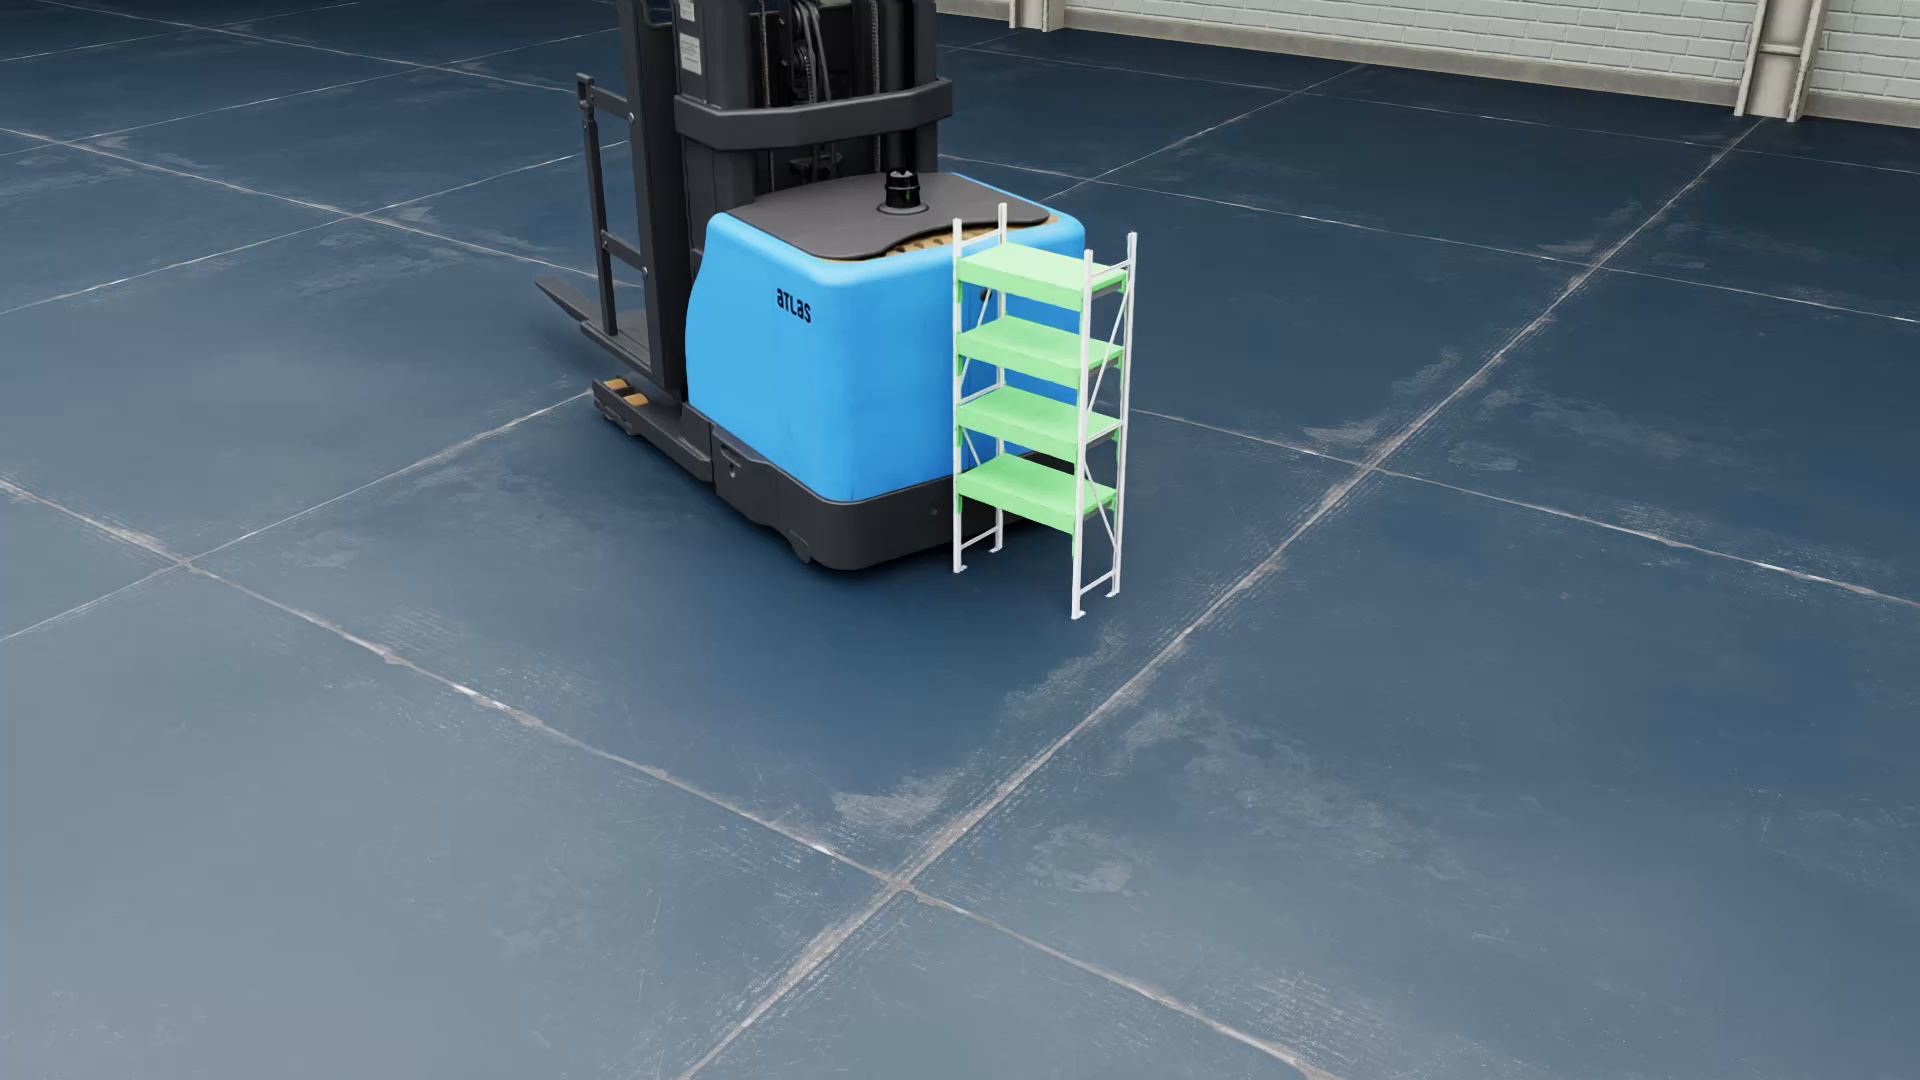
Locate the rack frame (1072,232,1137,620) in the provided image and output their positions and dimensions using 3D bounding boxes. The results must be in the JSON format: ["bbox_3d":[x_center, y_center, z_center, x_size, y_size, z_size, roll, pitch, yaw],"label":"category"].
[{"bbox_3d":[0.436,-0.325,5.065,0.015,1.200,0.240,21,34,35],"label":"rack frame"}]

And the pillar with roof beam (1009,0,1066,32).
[{"bbox_3d":[-1.759,-6.902,9.390,0.400,9.000,9.100,17,32,30],"label":"pillar with roof beam"}]

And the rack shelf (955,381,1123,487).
[{"bbox_3d":[0.249,-0.339,5.234,0.480,0.148,0.258,21,34,35],"label":"rack shelf"}]

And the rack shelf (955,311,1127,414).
[{"bbox_3d":[0.249,-0.553,5.125,0.480,0.148,0.258,21,34,35],"label":"rack shelf"}]

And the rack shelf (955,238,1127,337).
[{"bbox_3d":[0.249,-0.767,5.016,0.480,0.148,0.258,21,34,35],"label":"rack shelf"}]

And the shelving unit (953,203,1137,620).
[{"bbox_3d":[0.249,-0.396,5.205,0.503,1.200,0.258,21,34,35],"label":"shelving unit"}]

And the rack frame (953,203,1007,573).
[{"bbox_3d":[0.062,-0.467,5.345,0.015,1.200,0.240,21,34,35],"label":"rack frame"}]

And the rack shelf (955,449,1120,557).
[{"bbox_3d":[0.249,-0.125,5.343,0.480,0.148,0.258,21,34,35],"label":"rack shelf"}]

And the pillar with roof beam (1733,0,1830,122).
[{"bbox_3d":[3.187,-5.361,6.363,0.400,9.000,9.100,17,32,30],"label":"pillar with roof beam"}]

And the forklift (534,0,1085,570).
[{"bbox_3d":[-0.818,-1.825,6.104,1.130,2.935,3.031,-17,32,-30],"label":"forklift"}]
